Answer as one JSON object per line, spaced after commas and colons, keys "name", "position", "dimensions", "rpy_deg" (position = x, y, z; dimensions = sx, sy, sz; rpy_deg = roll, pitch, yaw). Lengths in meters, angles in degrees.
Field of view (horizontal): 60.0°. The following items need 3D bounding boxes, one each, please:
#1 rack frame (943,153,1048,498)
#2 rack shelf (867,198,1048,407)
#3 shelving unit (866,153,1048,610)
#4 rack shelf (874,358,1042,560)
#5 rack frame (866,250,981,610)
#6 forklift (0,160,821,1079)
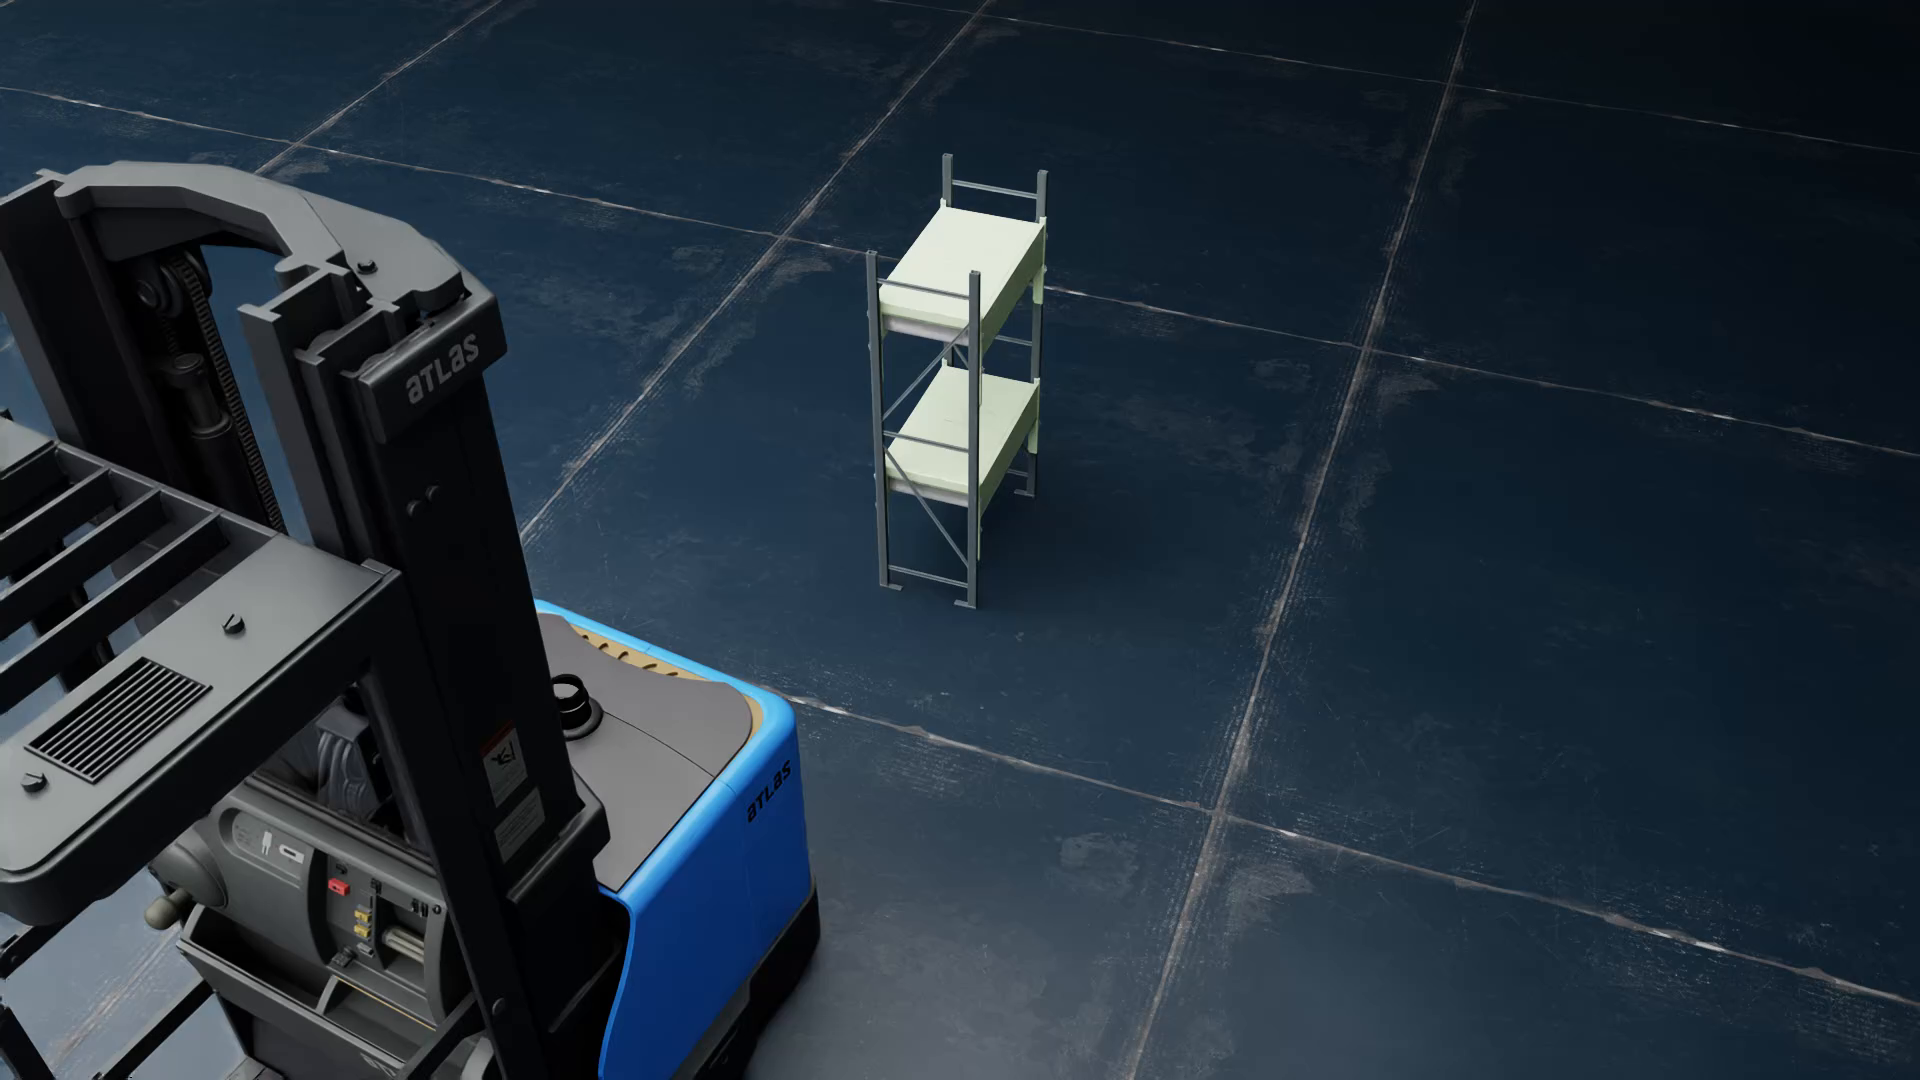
{"name": "rack frame", "position": [0.127, -0.798, 6.530], "dimensions": [0.400, 1.500, 0.023], "rpy_deg": [13, 42, 15]}
{"name": "rack shelf", "position": [0.002, -0.872, 6.015], "dimensions": [0.431, 0.370, 0.720], "rpy_deg": [13, 42, 15]}
{"name": "shelving unit", "position": [0.002, -0.575, 6.268], "dimensions": [0.431, 1.500, 0.755], "rpy_deg": [13, 42, 15]}
{"name": "rack shelf", "position": [0.002, -0.327, 6.480], "dimensions": [0.431, 0.370, 0.720], "rpy_deg": [13, 42, 15]}
{"name": "rack frame", "position": [-0.123, -0.351, 6.006], "dimensions": [0.400, 1.500, 0.023], "rpy_deg": [13, 42, 15]}
{"name": "forklift", "position": [-1.578, 0.844, 3.503], "dimensions": [1.130, 2.935, 3.031], "rpy_deg": [19, 44, 21]}
